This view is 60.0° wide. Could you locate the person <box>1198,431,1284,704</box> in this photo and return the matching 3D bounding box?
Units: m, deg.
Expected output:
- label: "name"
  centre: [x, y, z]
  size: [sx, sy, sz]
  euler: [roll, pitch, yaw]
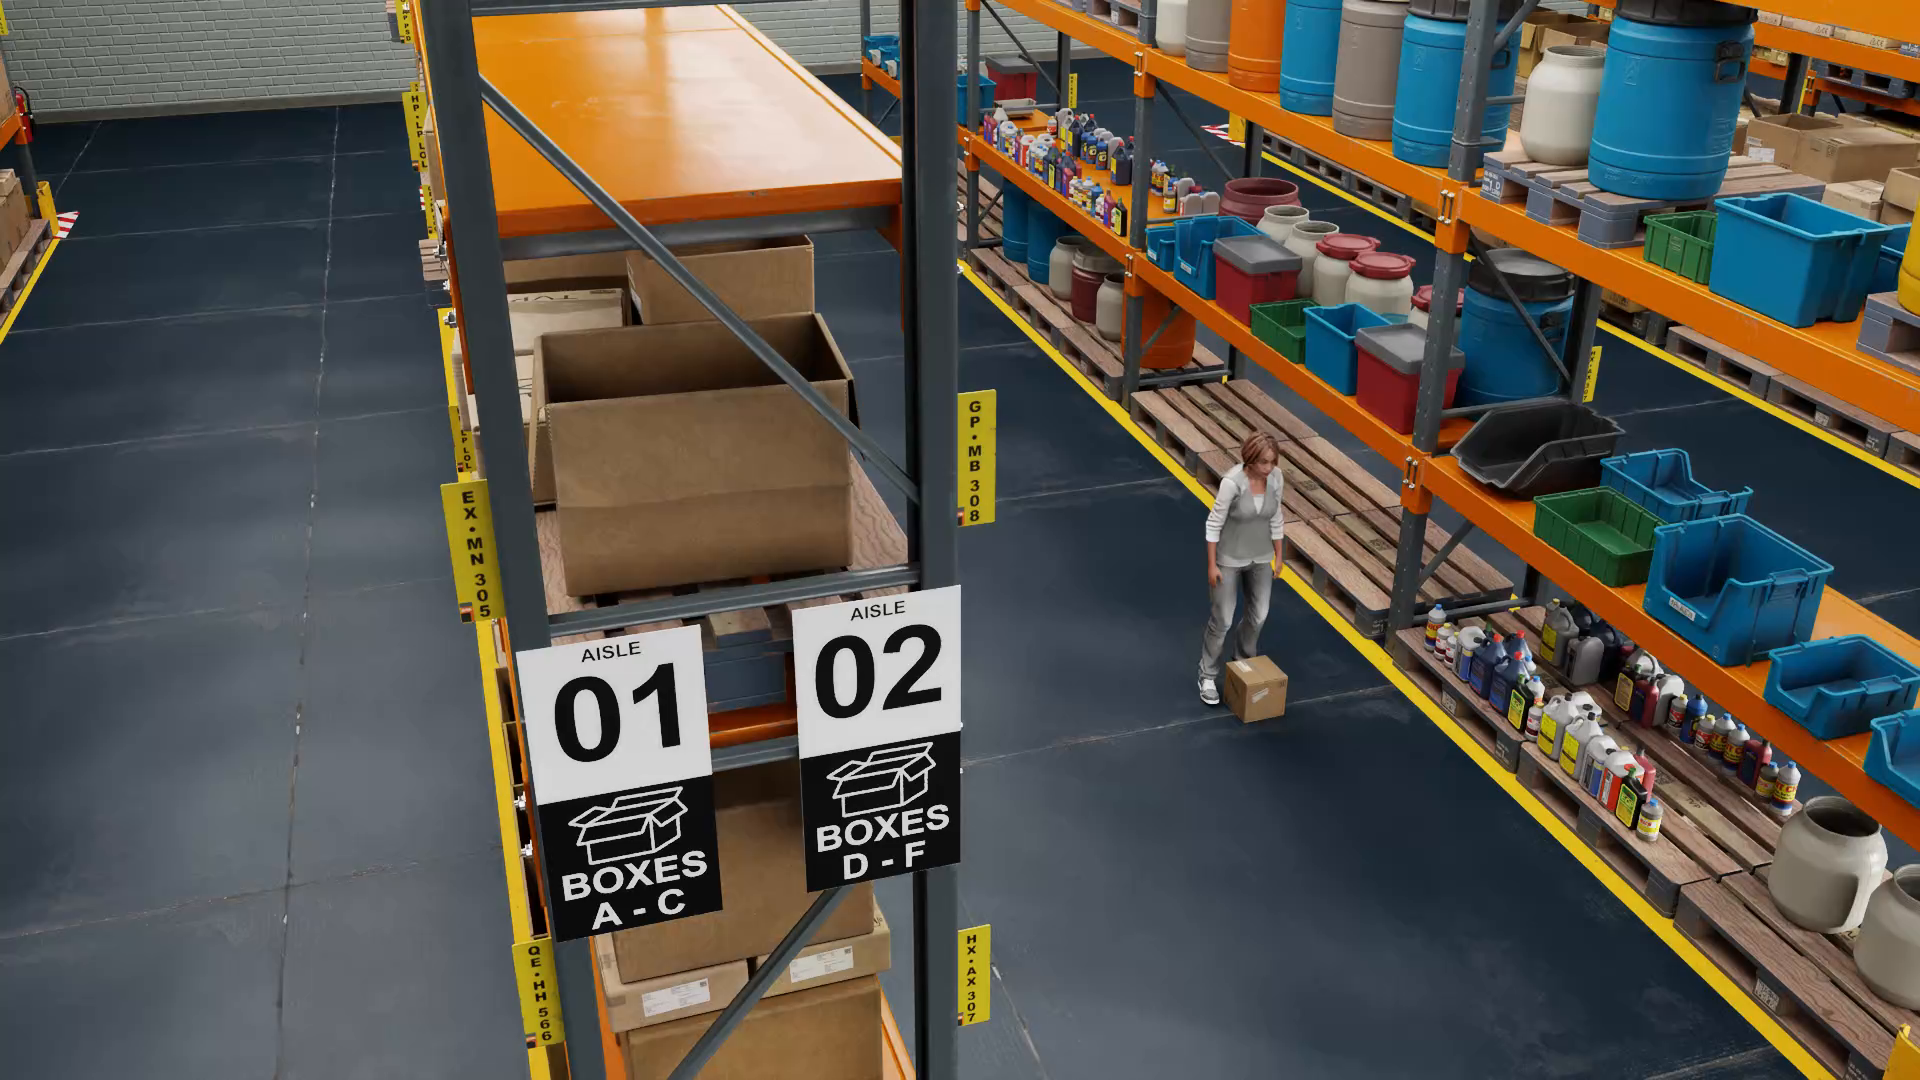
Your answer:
- label: "person"
  centre: [1.552, 0.127, 9.102]
  size: [0.465, 1.592, 0.347]
  euler: [-8, 28, -16]
